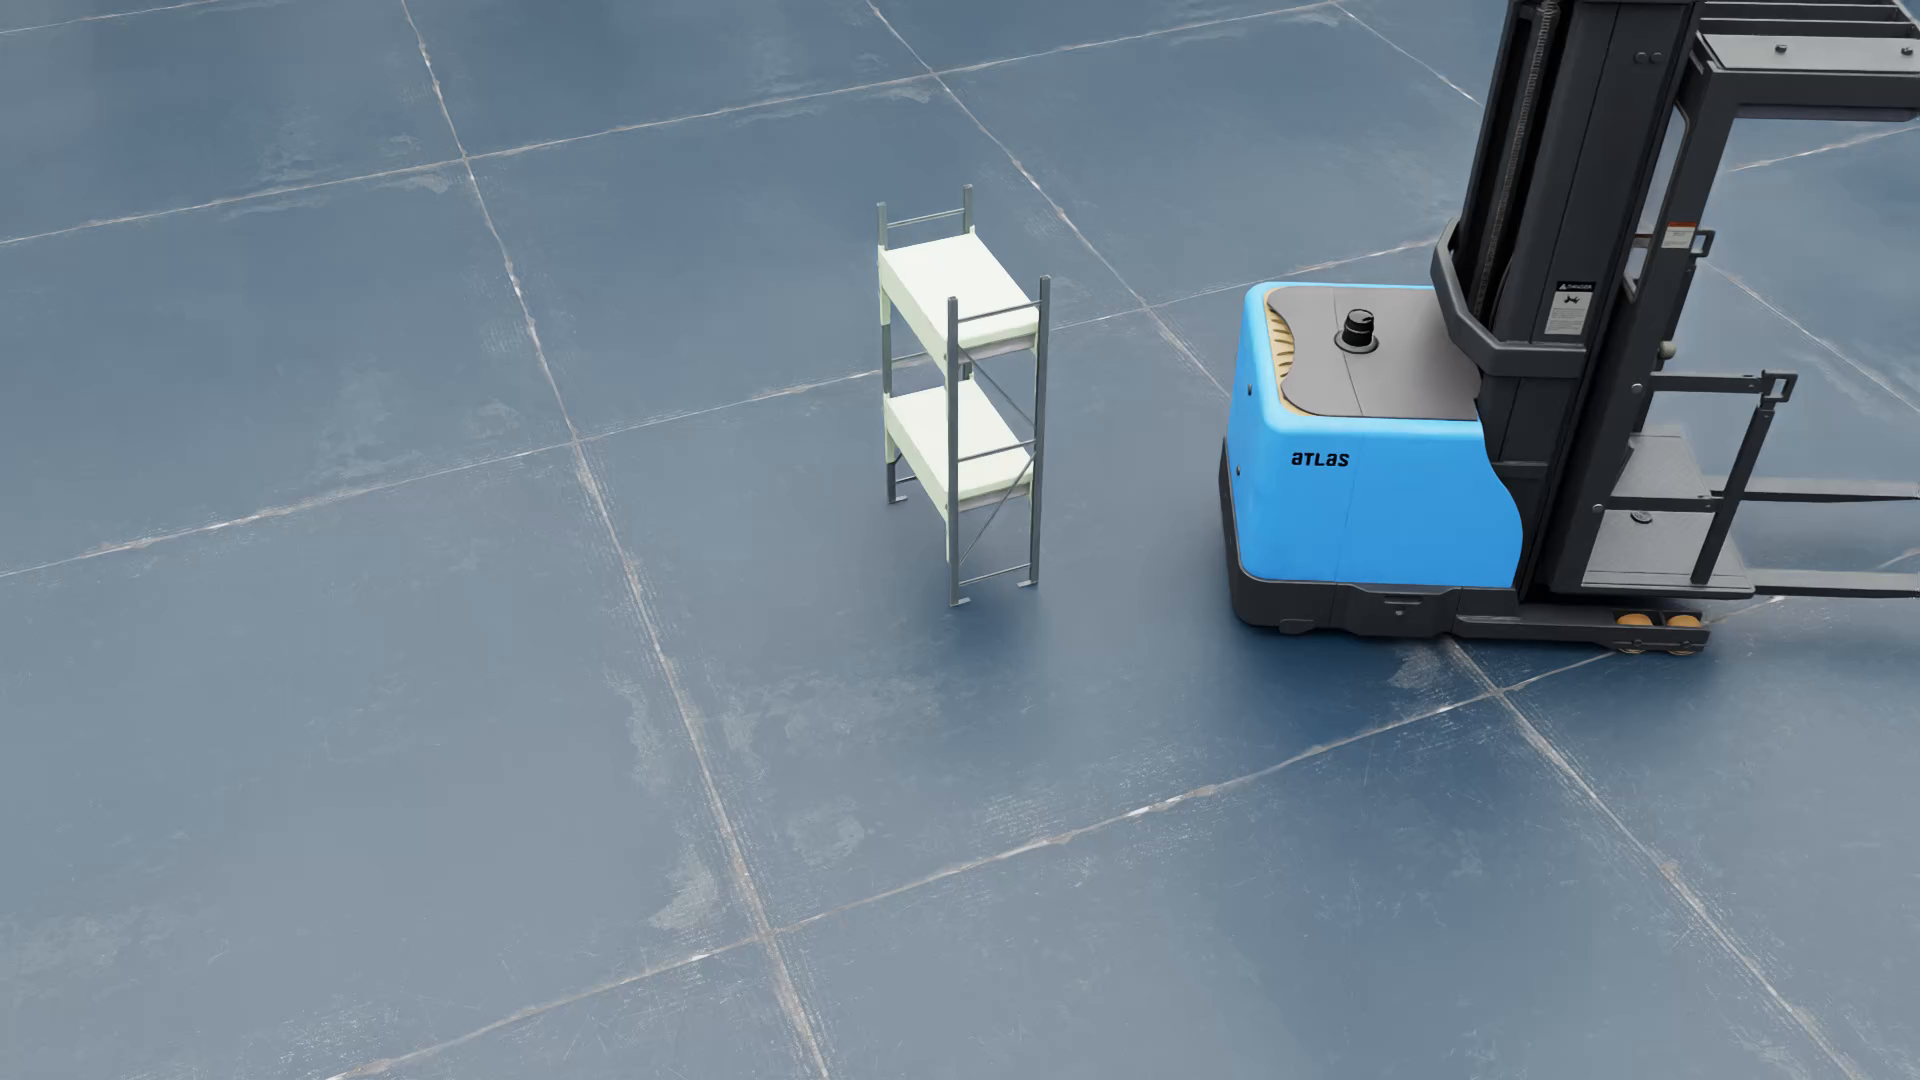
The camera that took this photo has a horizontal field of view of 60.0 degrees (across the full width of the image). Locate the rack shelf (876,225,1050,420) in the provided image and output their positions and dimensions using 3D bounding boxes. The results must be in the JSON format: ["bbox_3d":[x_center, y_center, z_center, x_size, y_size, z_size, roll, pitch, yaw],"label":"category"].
[{"bbox_3d":[0.003,-0.861,6.502,0.431,0.370,0.720,-15,43,-17],"label":"rack shelf"}]

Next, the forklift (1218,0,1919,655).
[{"bbox_3d":[2.651,-1.005,6.171,3.031,2.935,1.130,2,41,2],"label":"forklift"}]

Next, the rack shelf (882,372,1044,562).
[{"bbox_3d":[0.003,-0.317,6.969,0.431,0.370,0.720,-15,43,-17],"label":"rack shelf"}]

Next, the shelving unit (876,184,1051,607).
[{"bbox_3d":[0.003,-0.565,6.756,0.431,1.500,0.755,-15,43,-17],"label":"shelving unit"}]

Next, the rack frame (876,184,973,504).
[{"bbox_3d":[-0.137,-0.785,7.013,0.400,1.500,0.023,-15,43,-17],"label":"rack frame"}]

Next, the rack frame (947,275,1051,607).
[{"bbox_3d":[0.143,-0.344,6.500,0.400,1.500,0.023,-15,43,-17],"label":"rack frame"}]
